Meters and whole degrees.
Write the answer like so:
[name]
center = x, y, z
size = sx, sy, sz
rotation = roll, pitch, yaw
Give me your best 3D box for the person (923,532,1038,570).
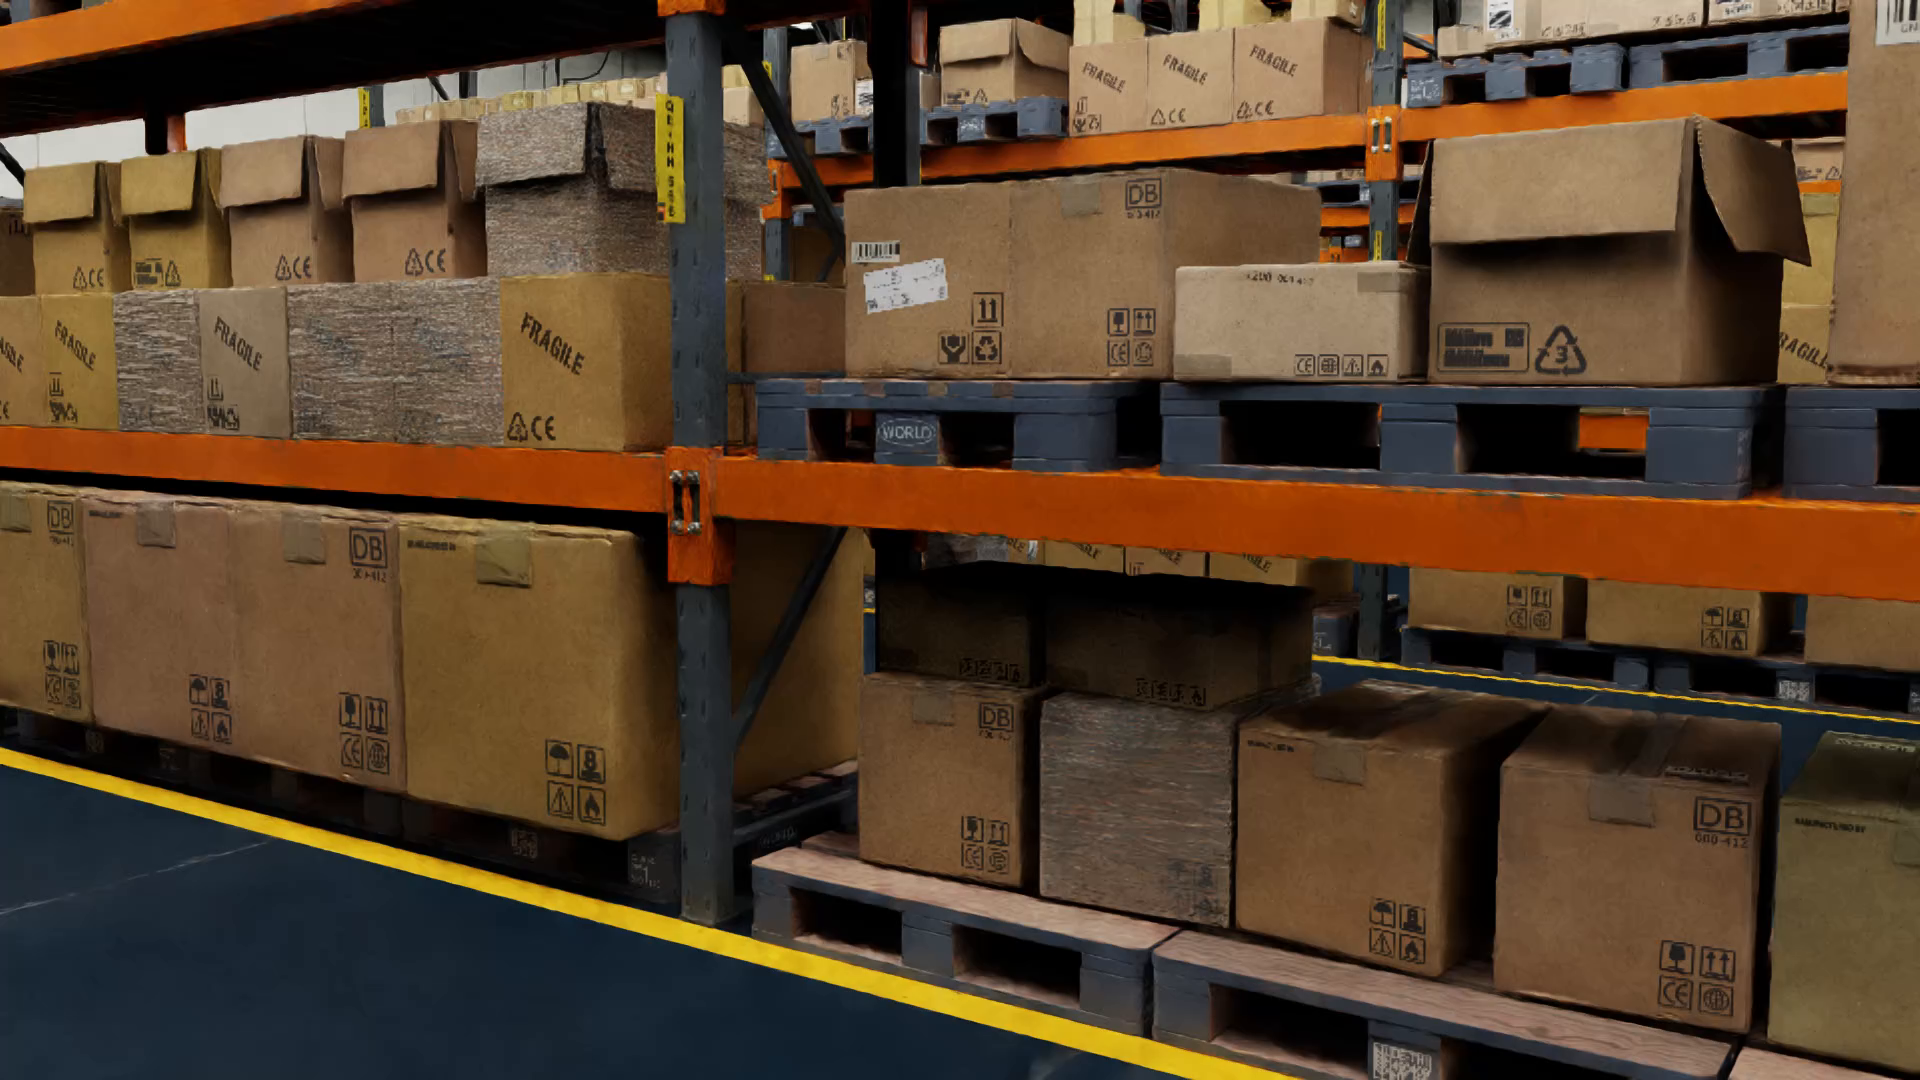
[person]
center = 0.039, -0.102, 6.925
size = 0.726, 1.762, 0.445
rotation = 5, 8, 41
